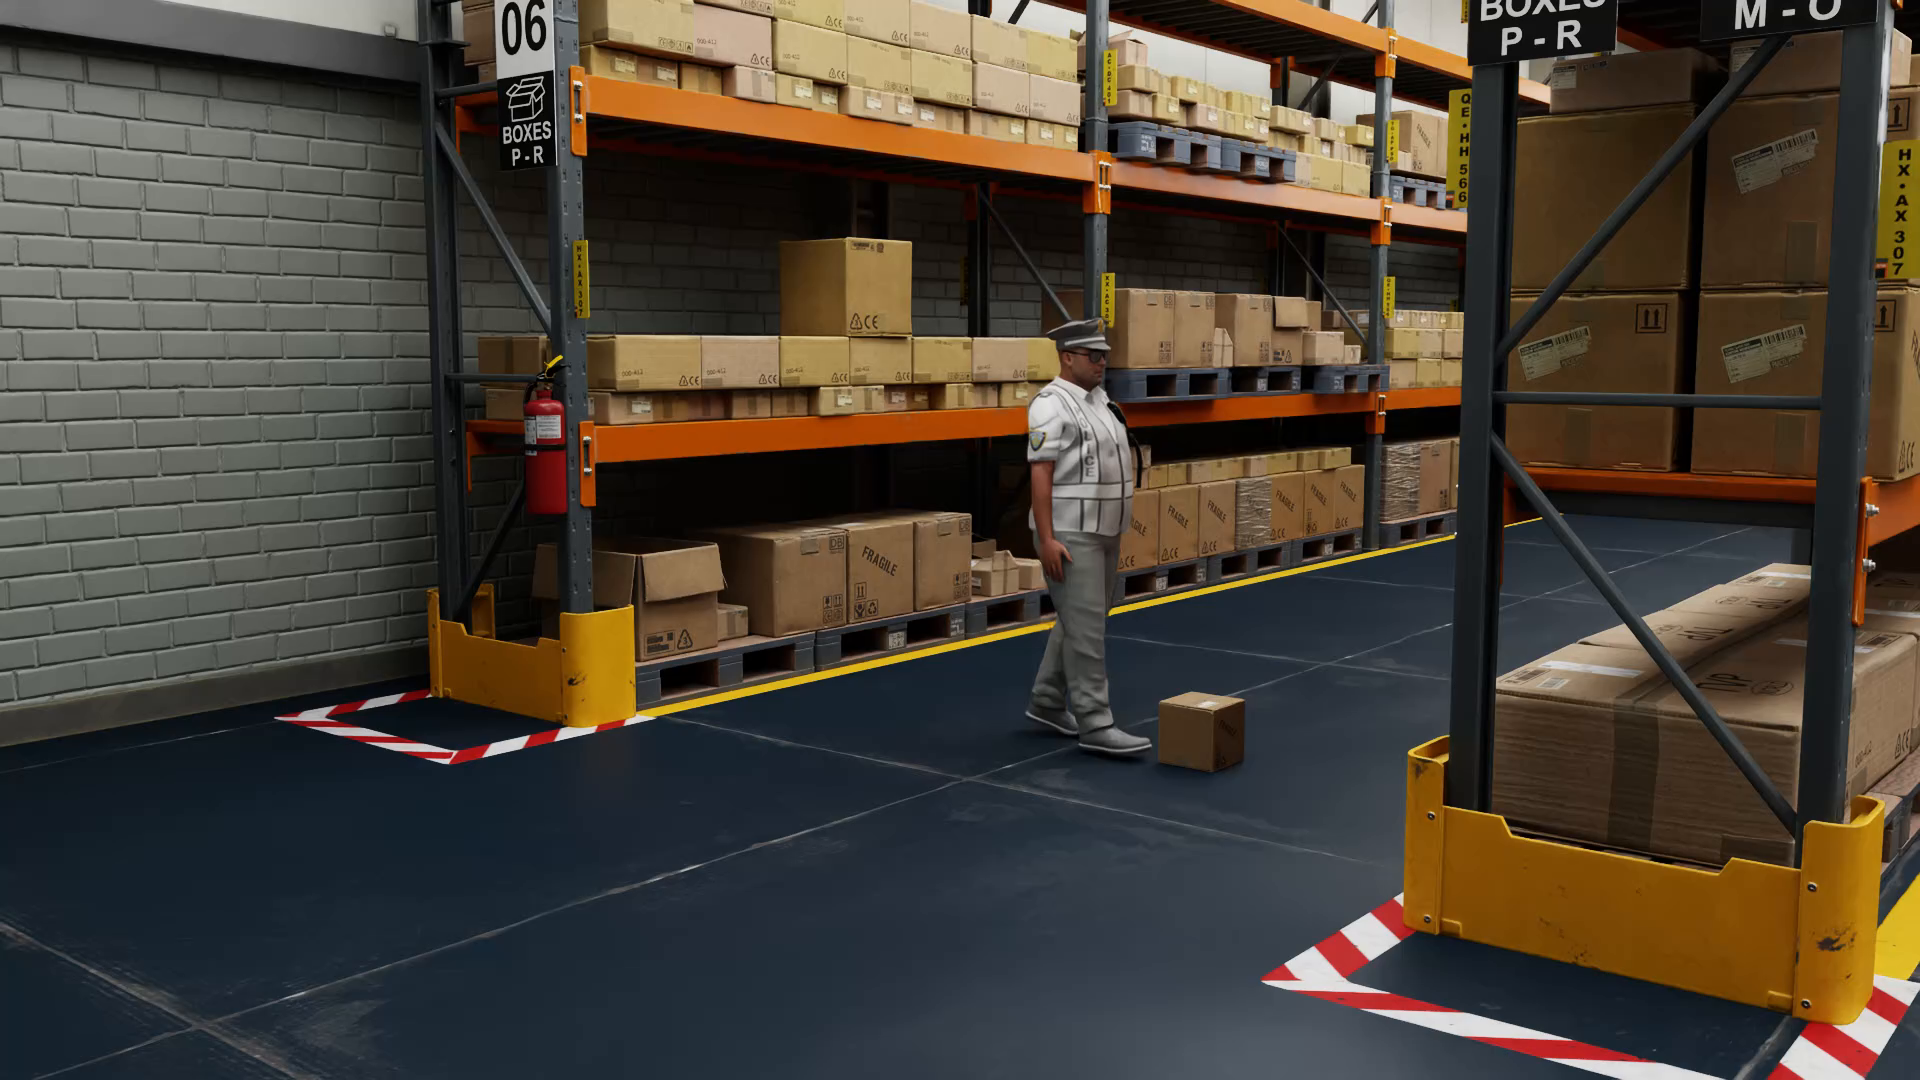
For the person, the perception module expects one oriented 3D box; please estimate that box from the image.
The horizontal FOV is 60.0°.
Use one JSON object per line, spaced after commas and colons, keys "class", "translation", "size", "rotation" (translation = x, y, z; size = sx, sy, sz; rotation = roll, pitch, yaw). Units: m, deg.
{"class": "person", "translation": [0.529, -0.024, 6.816], "size": [0.701, 1.760, 0.550], "rotation": [4, 8, 33]}
